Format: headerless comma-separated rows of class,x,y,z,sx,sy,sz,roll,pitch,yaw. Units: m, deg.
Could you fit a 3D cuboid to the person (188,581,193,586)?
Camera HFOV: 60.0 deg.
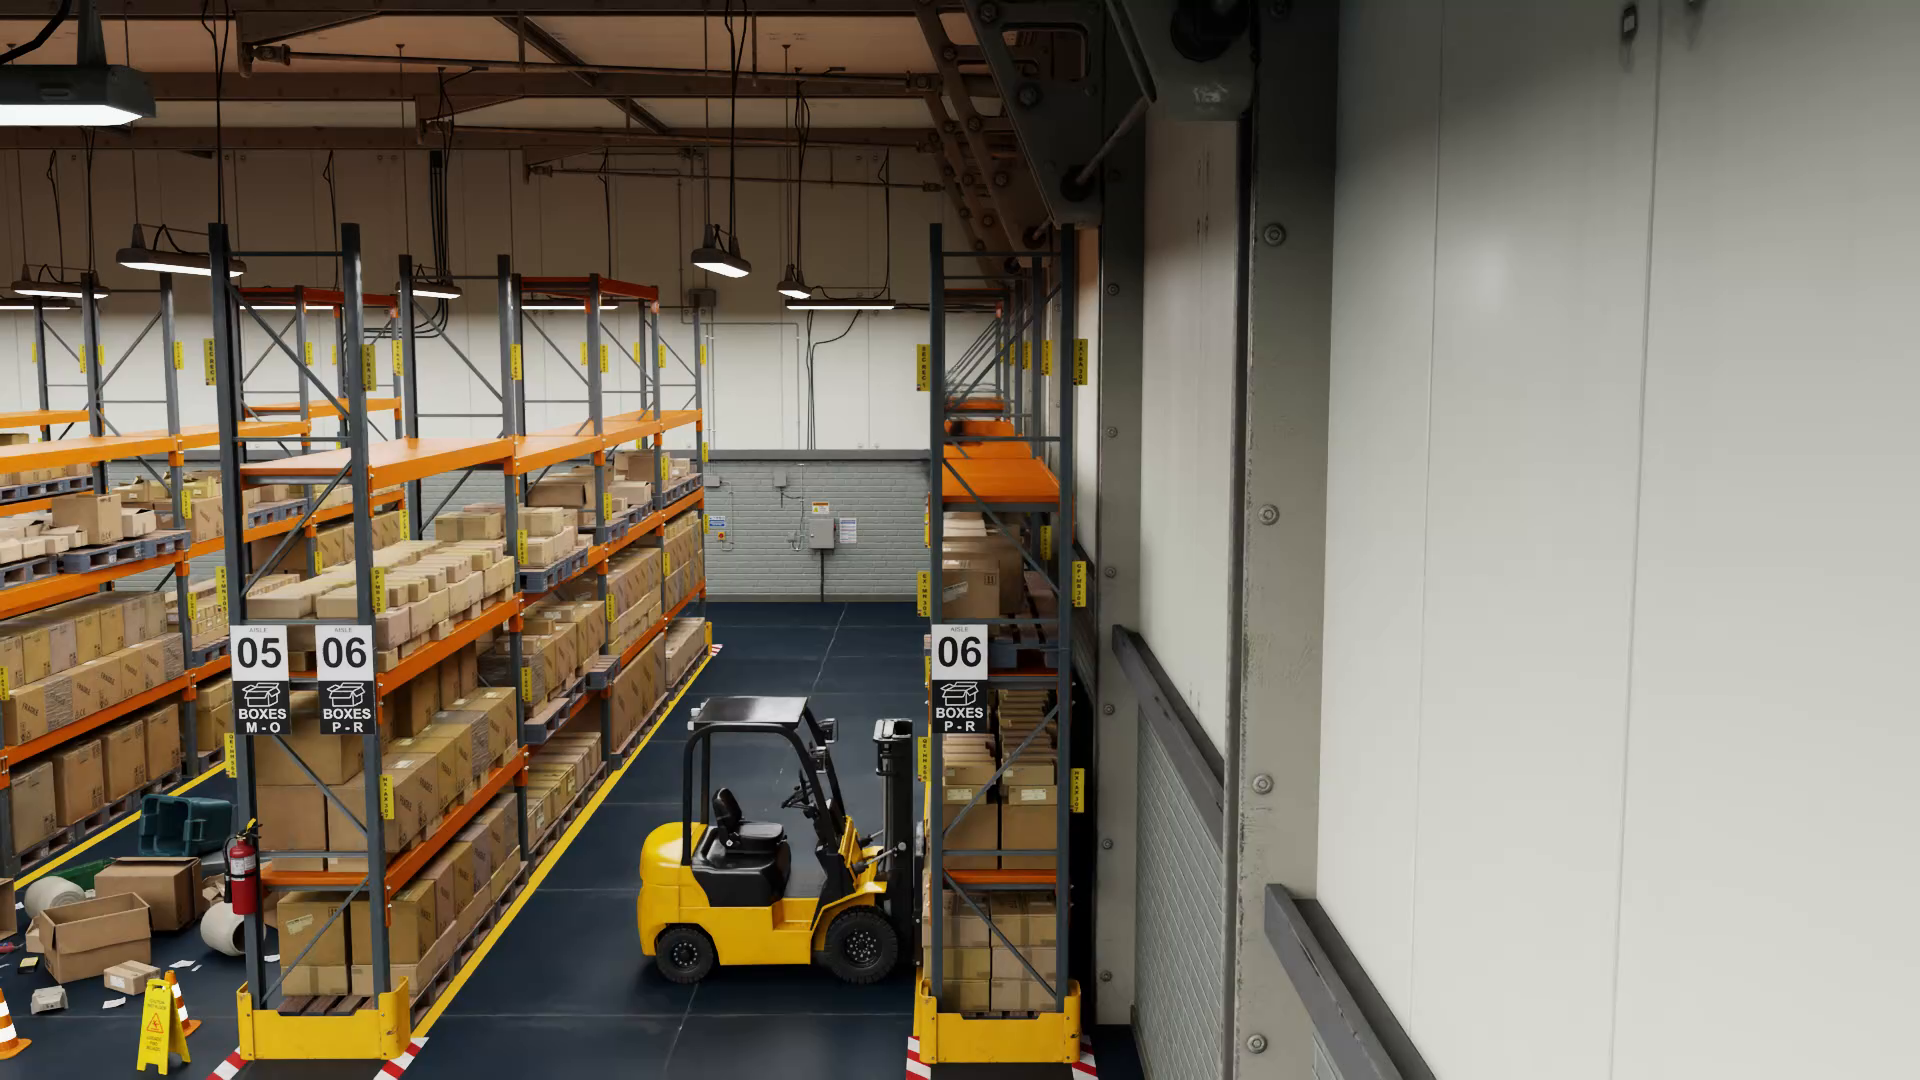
person,-11.511,1.415,25.366,0.699,1.697,1.023,1,7,11
